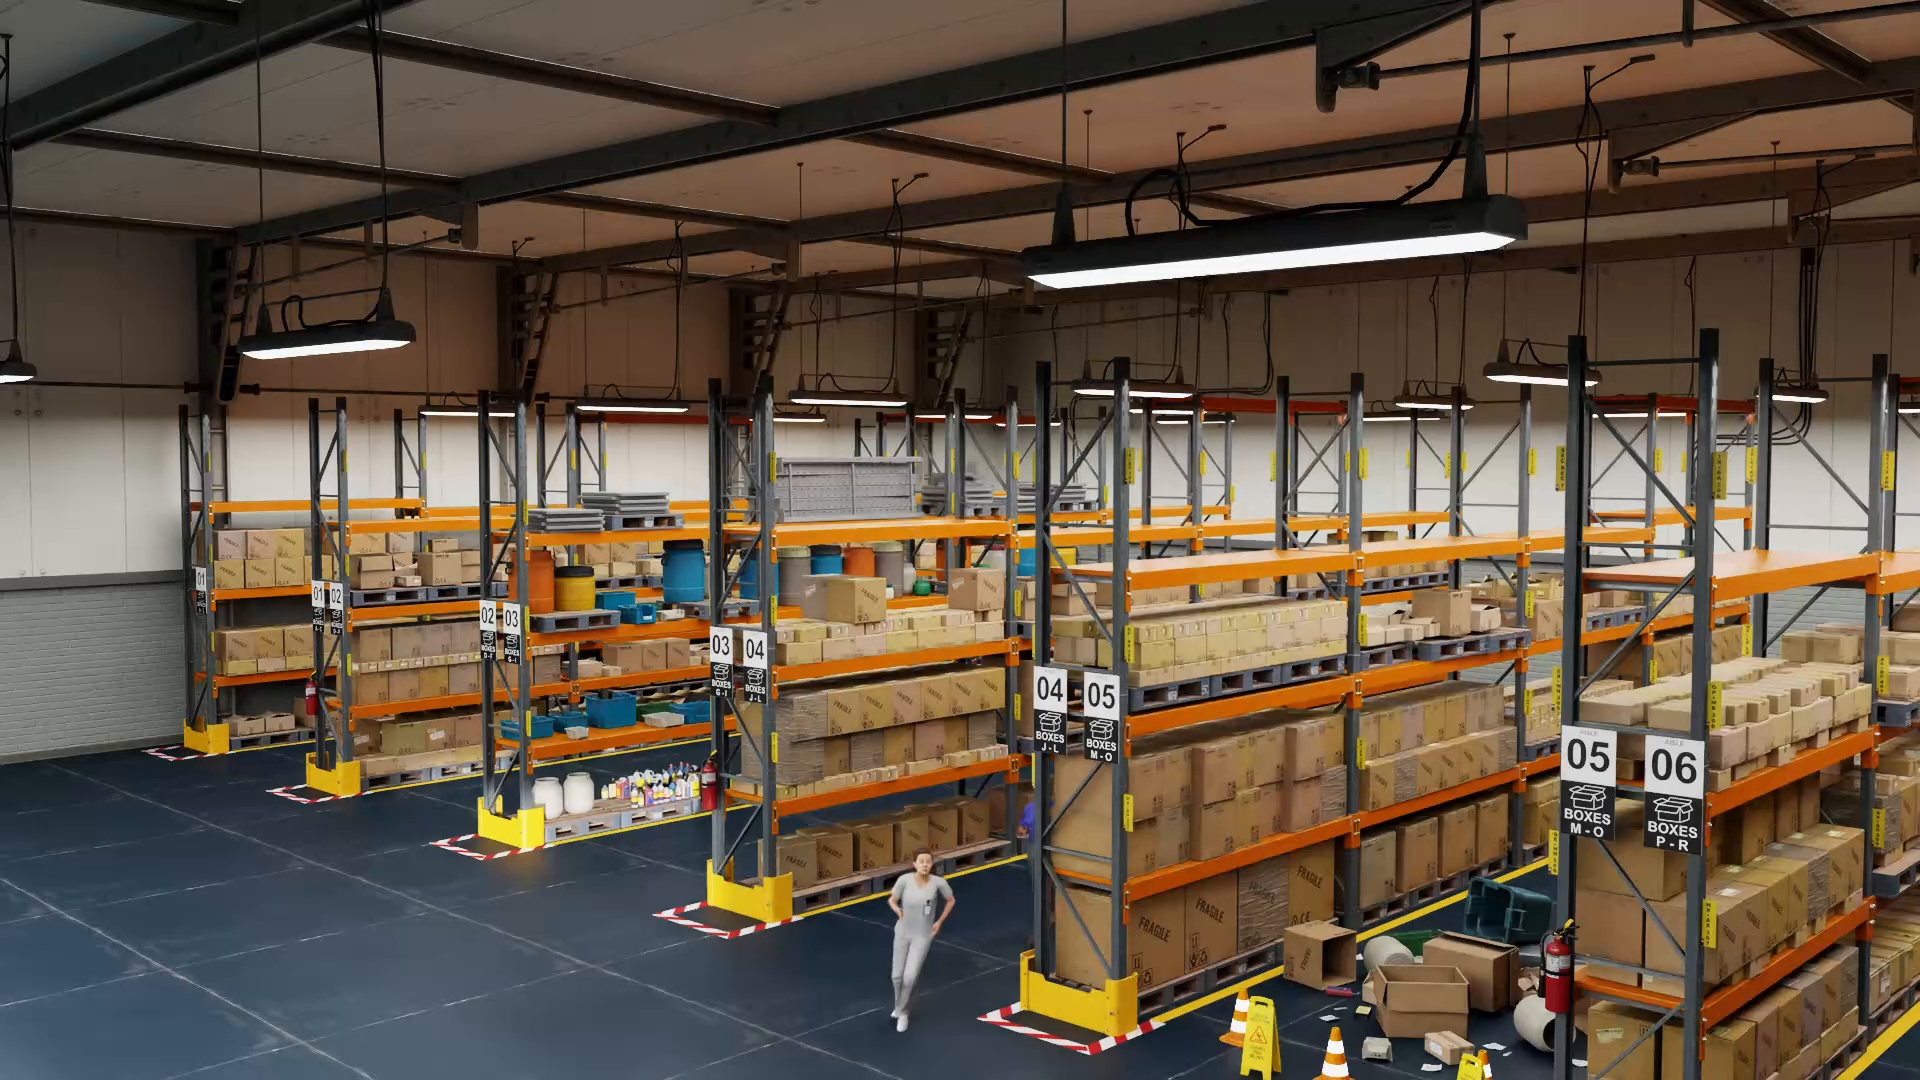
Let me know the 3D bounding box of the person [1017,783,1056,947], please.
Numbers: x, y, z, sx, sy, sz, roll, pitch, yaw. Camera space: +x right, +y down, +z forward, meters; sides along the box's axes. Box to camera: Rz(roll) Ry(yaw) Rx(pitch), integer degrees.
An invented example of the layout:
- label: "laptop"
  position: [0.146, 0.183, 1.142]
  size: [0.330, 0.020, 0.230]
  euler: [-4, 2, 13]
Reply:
- label: "person"
  position: [0.896, 3.396, 17.717]
  size: [0.559, 1.679, 0.856]
  euler: [2, 4, 34]

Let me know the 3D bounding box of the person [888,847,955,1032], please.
- label: "person"
  position: [-0.367, 3.566, 14.896]
  size: [0.575, 1.654, 0.652]
  euler: [1, 3, 14]
